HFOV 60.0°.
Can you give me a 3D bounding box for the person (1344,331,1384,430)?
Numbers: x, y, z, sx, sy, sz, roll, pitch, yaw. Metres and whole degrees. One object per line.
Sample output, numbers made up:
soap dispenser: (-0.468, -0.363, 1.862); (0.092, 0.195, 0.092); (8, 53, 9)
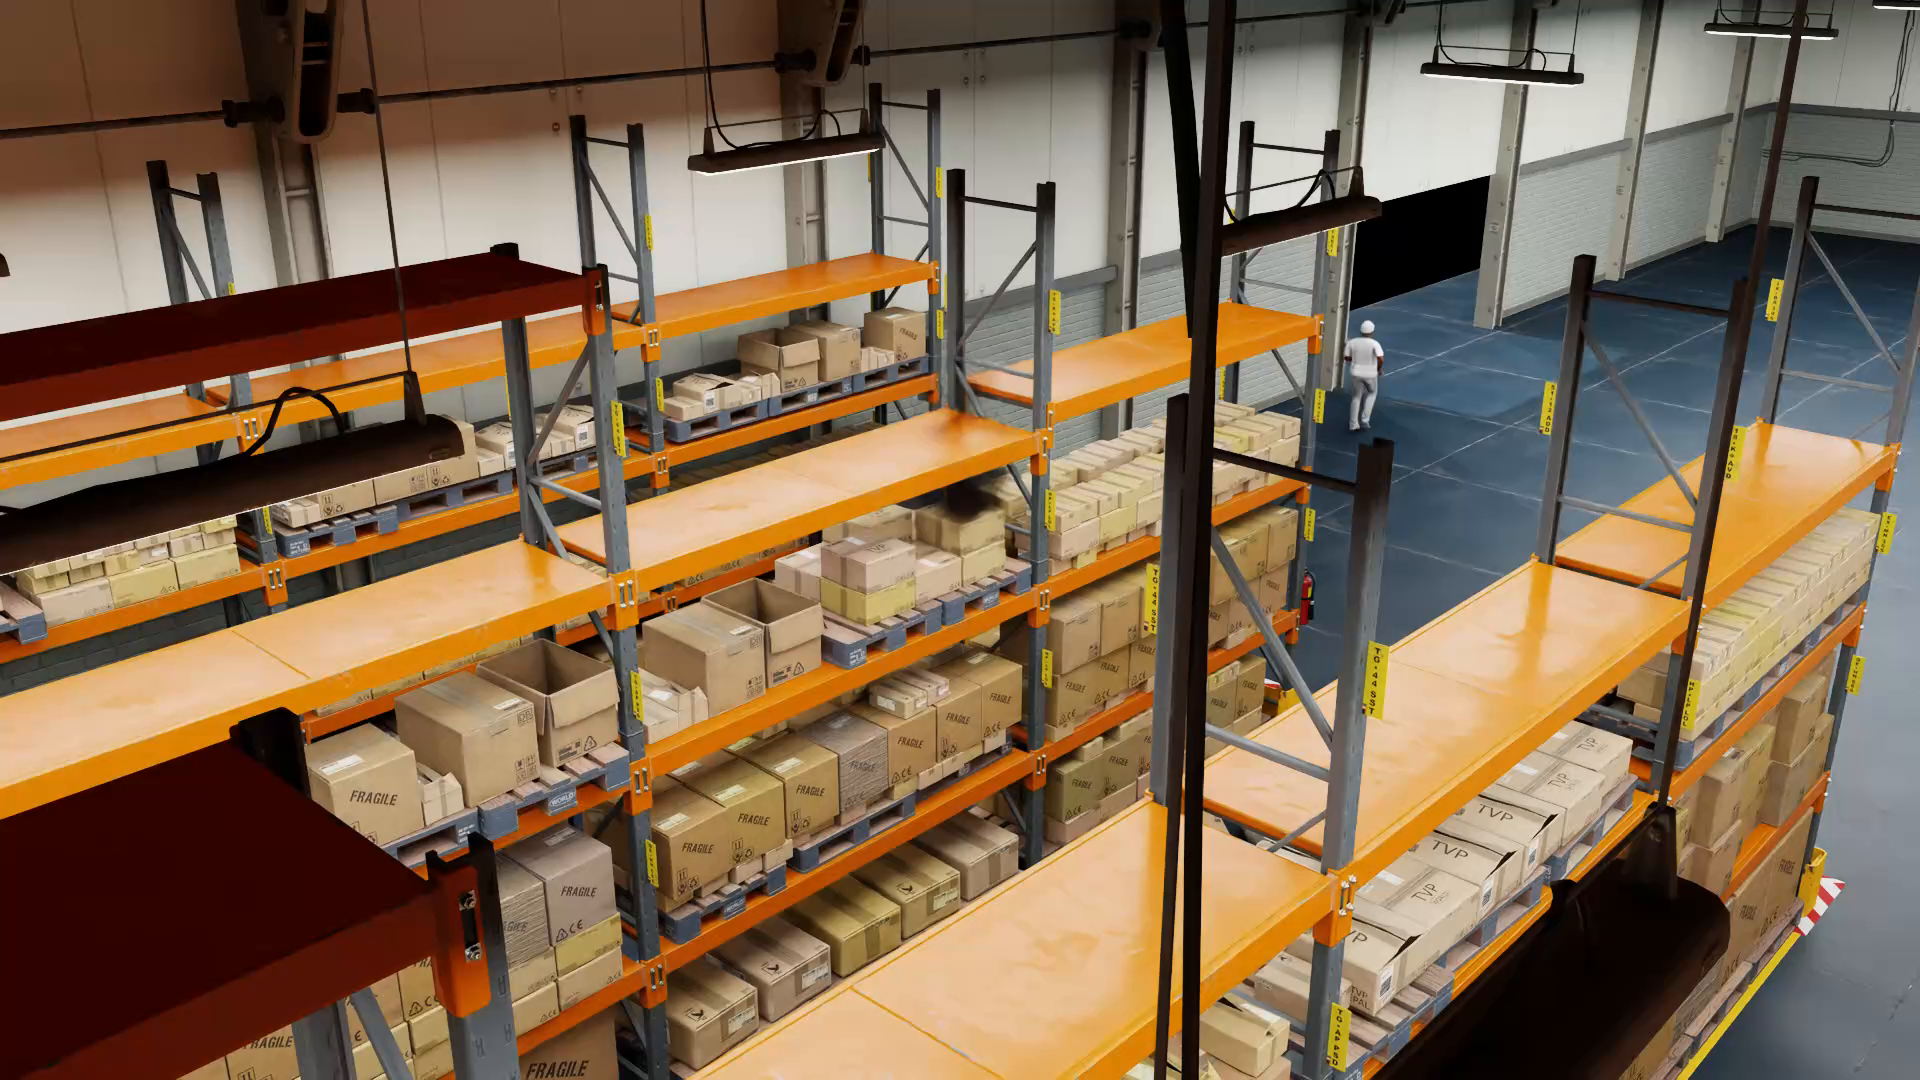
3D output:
person: (6.386, -2.568, 26.277); (0.674, 1.770, 0.696); (10, 23, 24)
